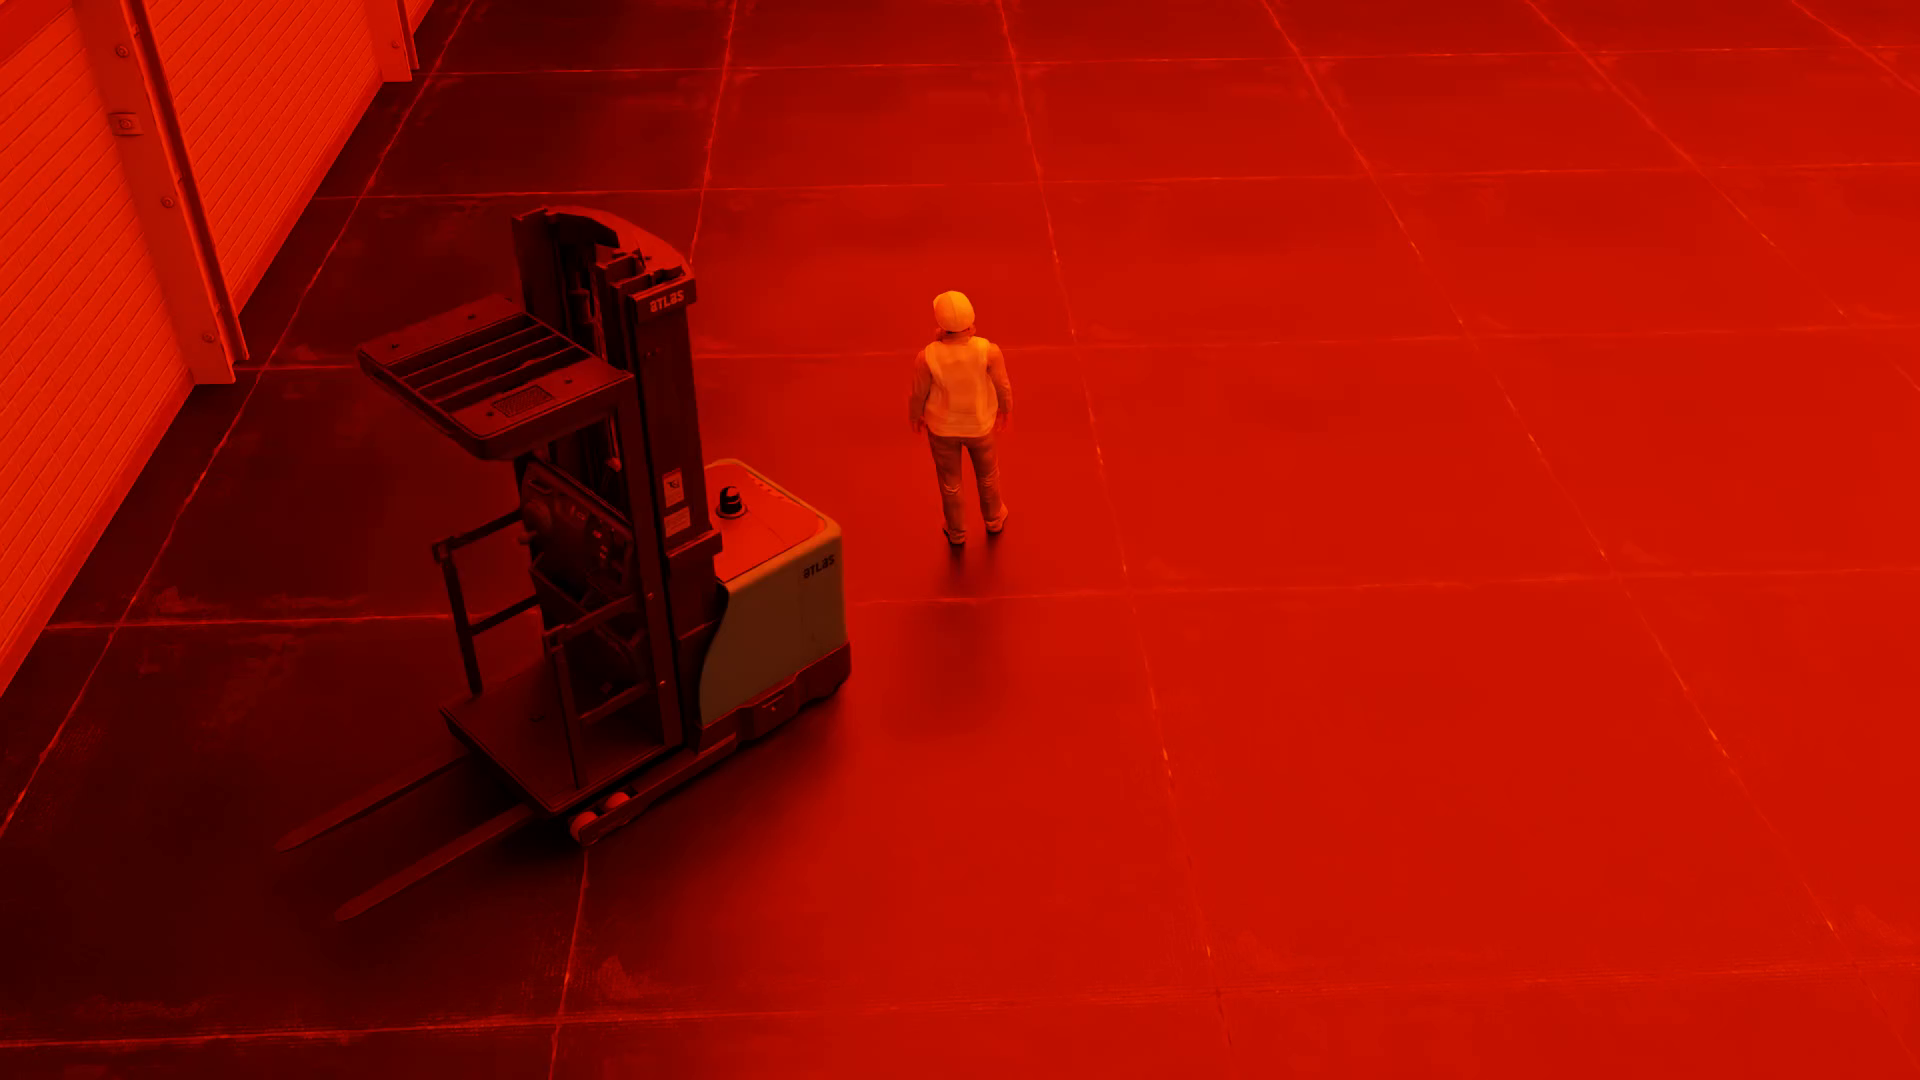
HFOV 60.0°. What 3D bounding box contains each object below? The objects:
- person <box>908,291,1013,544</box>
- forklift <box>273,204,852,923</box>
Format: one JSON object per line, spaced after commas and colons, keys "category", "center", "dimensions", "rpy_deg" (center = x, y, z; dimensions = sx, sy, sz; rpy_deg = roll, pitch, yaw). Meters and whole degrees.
{"category": "person", "center": [0.005, -0.760, 10.024], "dimensions": [0.632, 1.773, 0.568], "rpy_deg": [-2, 36, -2]}
{"category": "forklift", "center": [-2.019, 0.006, 8.002], "dimensions": [3.031, 2.935, 1.130], "rpy_deg": [-30, 45, -34]}
